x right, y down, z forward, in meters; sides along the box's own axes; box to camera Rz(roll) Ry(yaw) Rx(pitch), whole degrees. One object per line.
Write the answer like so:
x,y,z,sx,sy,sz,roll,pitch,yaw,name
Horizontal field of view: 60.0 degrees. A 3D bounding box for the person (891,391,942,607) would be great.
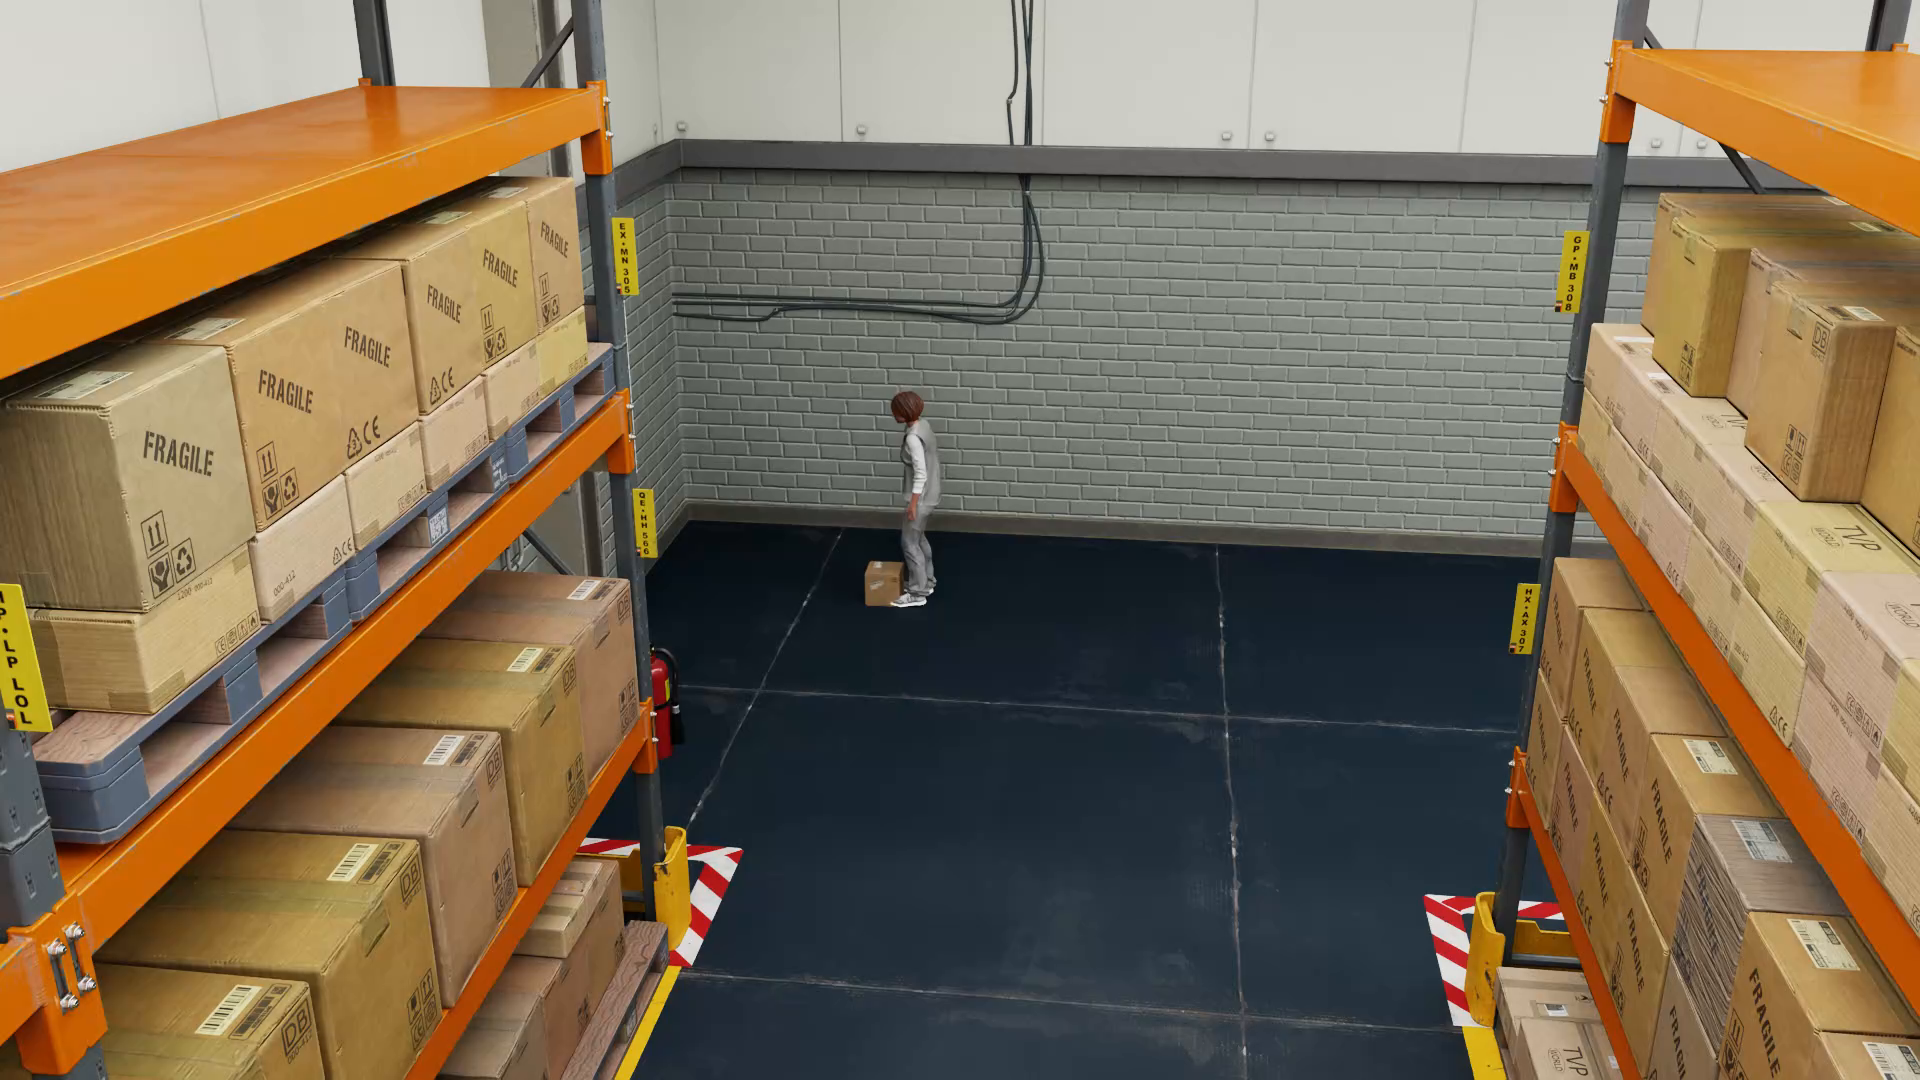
-0.320,-0.298,11.859,0.377,1.590,0.469,2,22,4,person
